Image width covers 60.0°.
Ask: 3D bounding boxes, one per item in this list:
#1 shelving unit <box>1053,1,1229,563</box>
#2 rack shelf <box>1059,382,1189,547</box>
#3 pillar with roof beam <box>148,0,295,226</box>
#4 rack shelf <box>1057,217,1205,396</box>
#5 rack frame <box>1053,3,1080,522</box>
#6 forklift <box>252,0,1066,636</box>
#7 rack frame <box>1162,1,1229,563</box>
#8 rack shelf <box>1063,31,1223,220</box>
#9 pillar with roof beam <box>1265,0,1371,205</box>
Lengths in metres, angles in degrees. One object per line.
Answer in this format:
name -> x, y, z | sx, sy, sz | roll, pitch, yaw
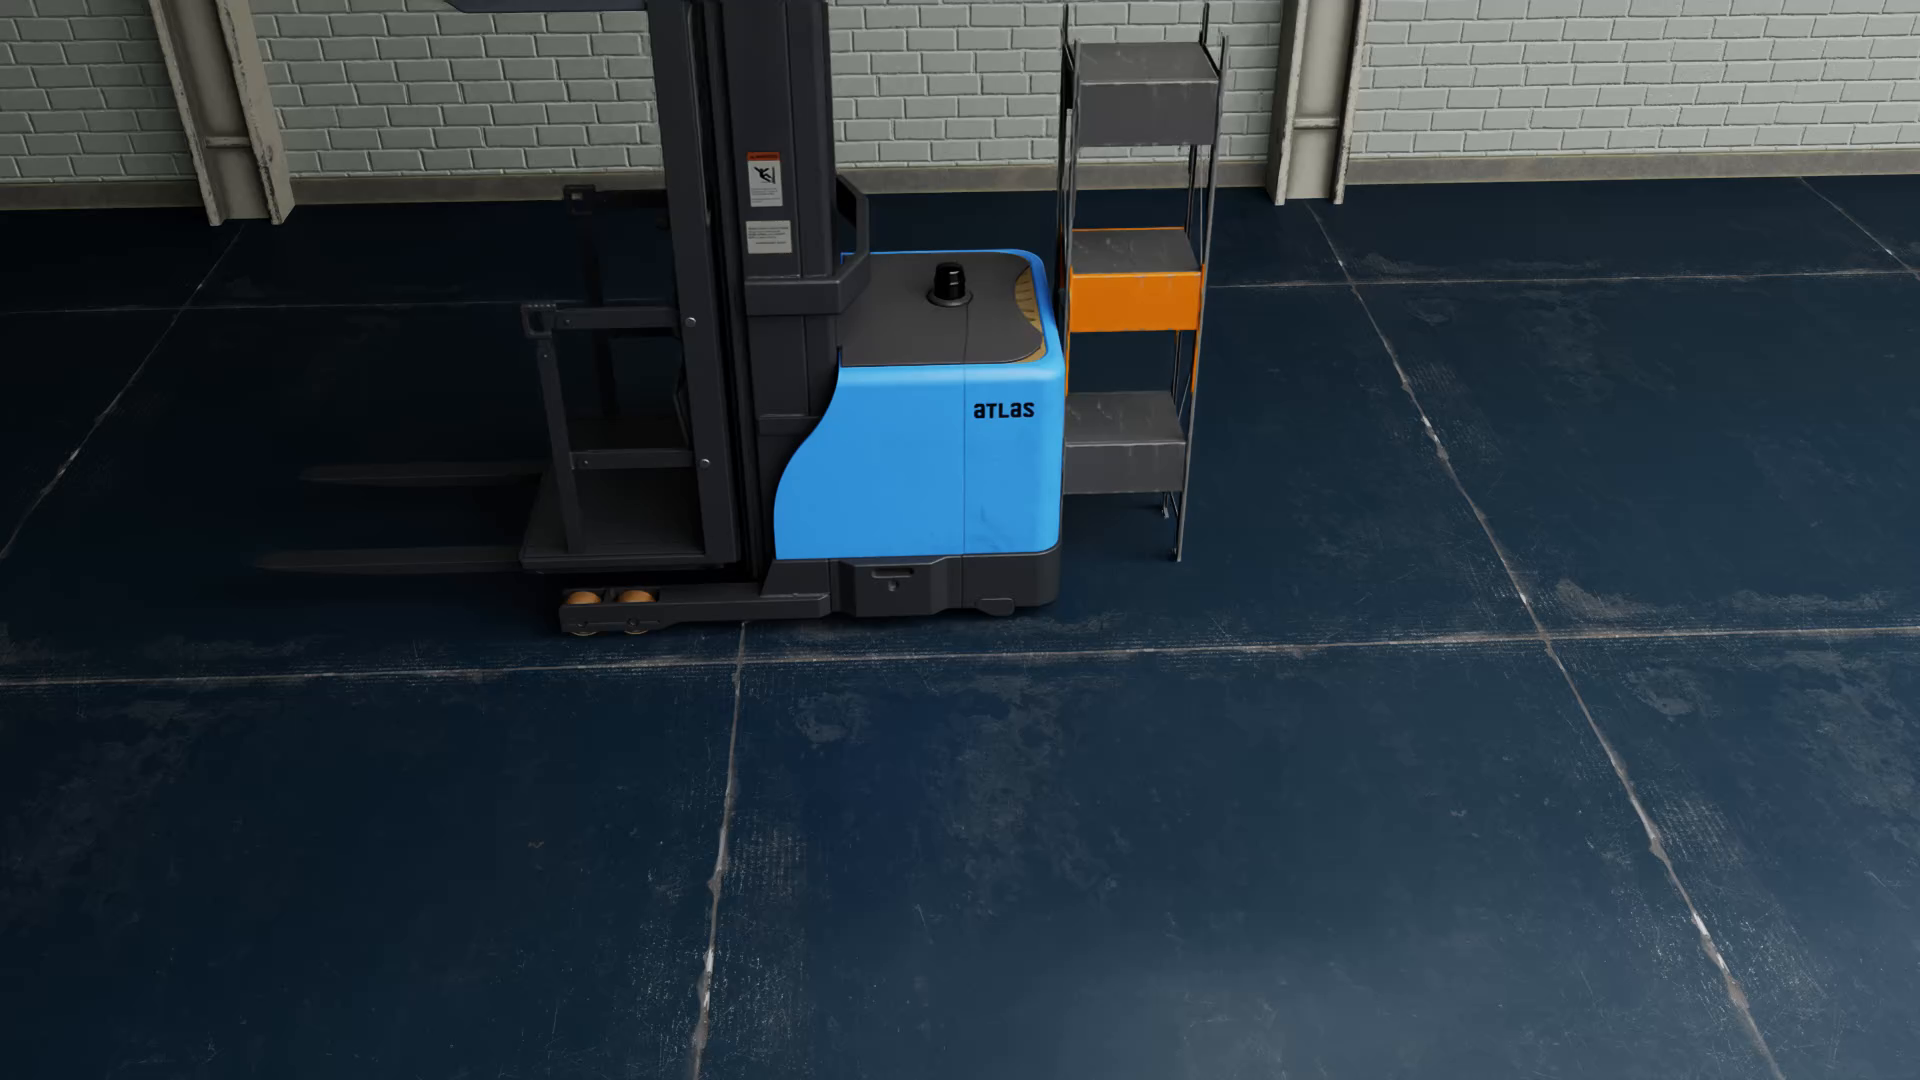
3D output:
shelving unit -> 0.618, -0.881, 6.177 | 0.503, 2.100, 0.431 | -2, 35, -2
rack shelf -> 0.618, -0.294, 6.583 | 0.480, 0.518, 0.431 | -2, 35, -2
pillar with roof beam -> -3.798, -3.102, 3.324 | 0.400, 9.000, 9.100 | -2, 35, -2
rack shelf -> 0.618, -0.869, 6.185 | 0.480, 0.518, 0.431 | -2, 35, -2
rack frame -> 0.374, -0.874, 6.167 | 0.015, 2.100, 0.400 | -2, 35, -2
forklift -> -1.152, -1.156, 5.844 | 3.031, 2.935, 1.130 | -2, 35, -2
rack frame -> 0.861, -0.887, 6.187 | 0.015, 2.100, 0.400 | -2, 35, -2
rack shelf -> 0.618, -1.445, 5.787 | 0.480, 0.518, 0.431 | -2, 35, -2
pillar with roof beam -> 2.195, -3.263, 3.558 | 0.400, 9.000, 9.100 | -2, 35, -2
